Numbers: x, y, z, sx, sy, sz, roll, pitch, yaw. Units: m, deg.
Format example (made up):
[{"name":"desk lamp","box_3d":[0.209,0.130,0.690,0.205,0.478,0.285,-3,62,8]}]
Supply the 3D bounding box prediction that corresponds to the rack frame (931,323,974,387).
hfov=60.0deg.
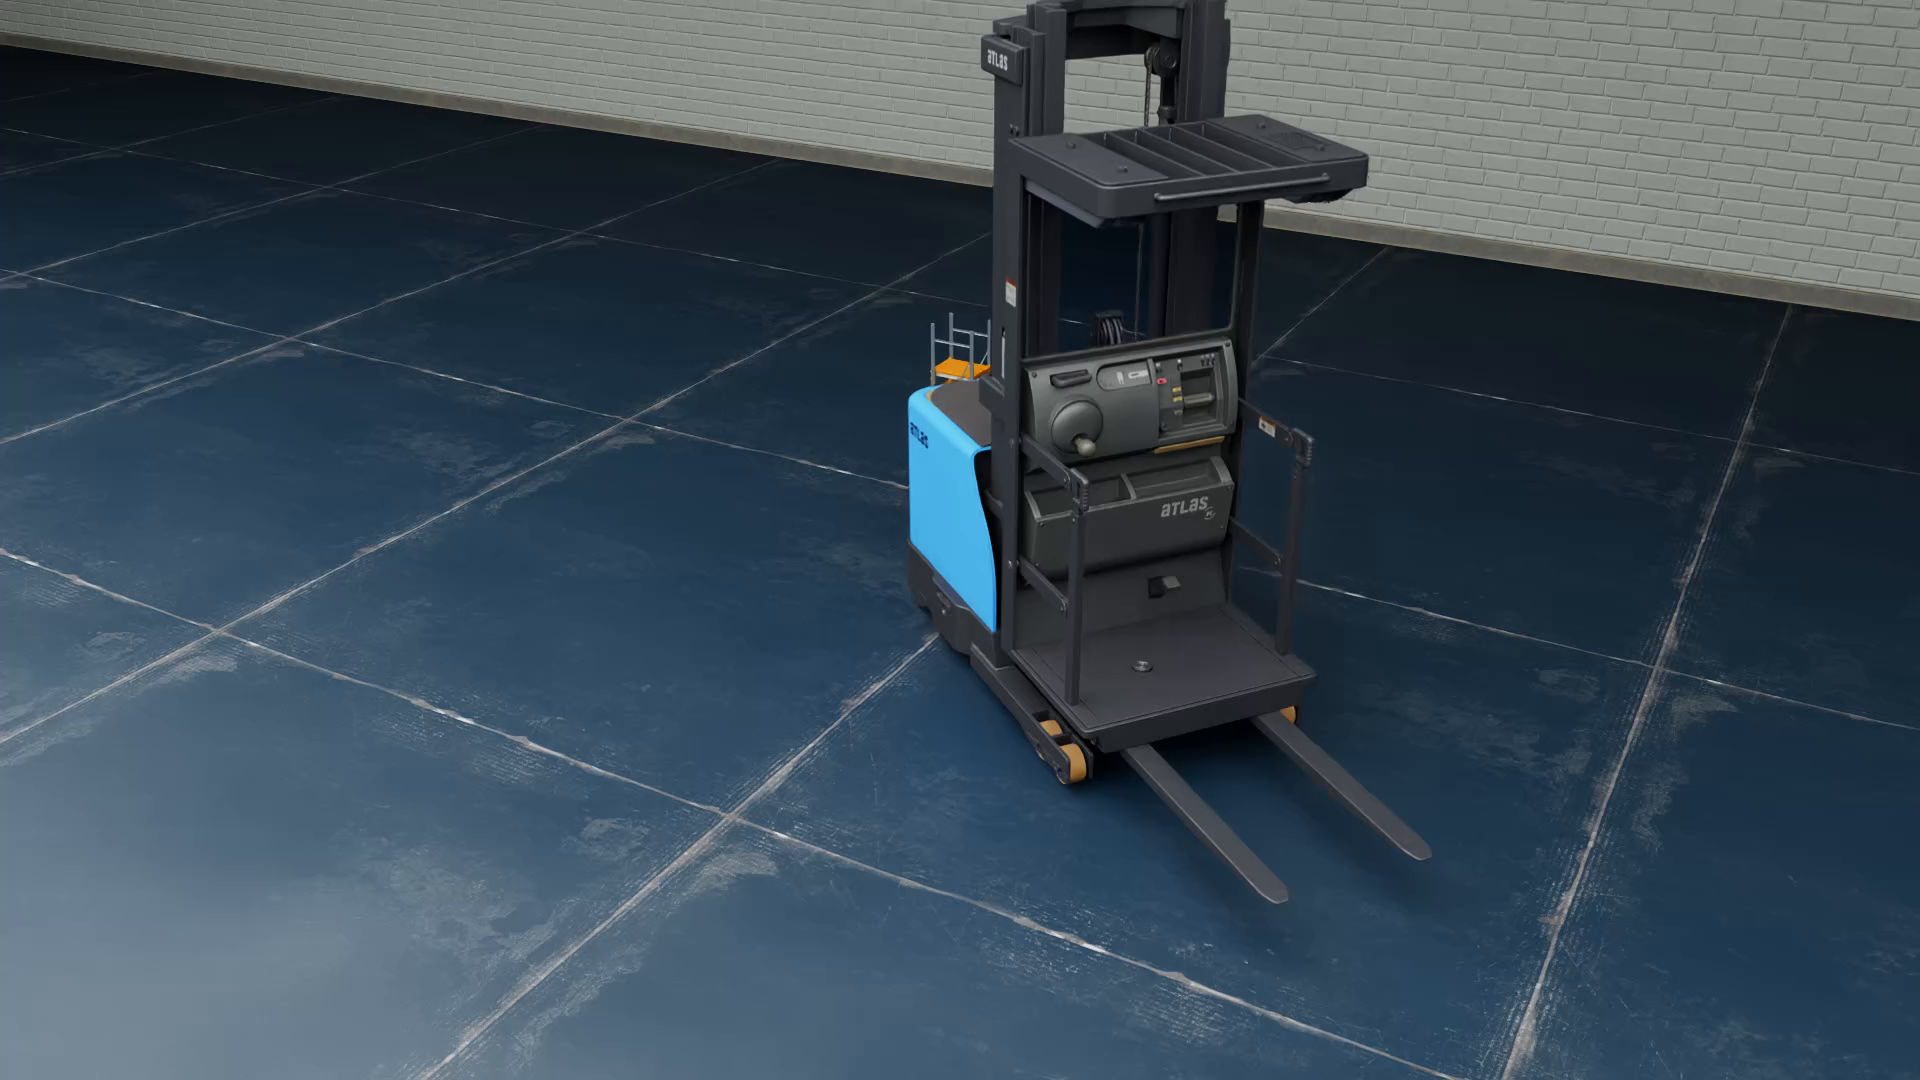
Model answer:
[{"name":"rack frame","box_3d":[-0.038,-0.507,8.421,0.240,1.200,0.006,14,30,26]}]

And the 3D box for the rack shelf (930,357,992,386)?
[{"name":"rack shelf","box_3d":[0.007,-0.824,8.351,0.258,0.103,0.180,14,30,26]}]

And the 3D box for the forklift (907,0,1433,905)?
[{"name":"forklift","box_3d":[0.793,-0.535,6.544,1.130,2.935,3.031,-11,29,-21]}]

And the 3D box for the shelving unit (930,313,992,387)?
[{"name":"shelving unit","box_3d":[0.007,-0.542,8.493,0.258,1.200,0.189,14,30,26]}]

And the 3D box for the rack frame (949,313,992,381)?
[{"name":"rack frame","box_3d":[0.052,-0.578,8.564,0.240,1.200,0.006,14,30,26]}]

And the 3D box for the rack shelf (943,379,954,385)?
[{"name":"rack shelf","box_3d":[0.007,-0.717,8.405,0.258,0.103,0.180,14,30,26]}]
